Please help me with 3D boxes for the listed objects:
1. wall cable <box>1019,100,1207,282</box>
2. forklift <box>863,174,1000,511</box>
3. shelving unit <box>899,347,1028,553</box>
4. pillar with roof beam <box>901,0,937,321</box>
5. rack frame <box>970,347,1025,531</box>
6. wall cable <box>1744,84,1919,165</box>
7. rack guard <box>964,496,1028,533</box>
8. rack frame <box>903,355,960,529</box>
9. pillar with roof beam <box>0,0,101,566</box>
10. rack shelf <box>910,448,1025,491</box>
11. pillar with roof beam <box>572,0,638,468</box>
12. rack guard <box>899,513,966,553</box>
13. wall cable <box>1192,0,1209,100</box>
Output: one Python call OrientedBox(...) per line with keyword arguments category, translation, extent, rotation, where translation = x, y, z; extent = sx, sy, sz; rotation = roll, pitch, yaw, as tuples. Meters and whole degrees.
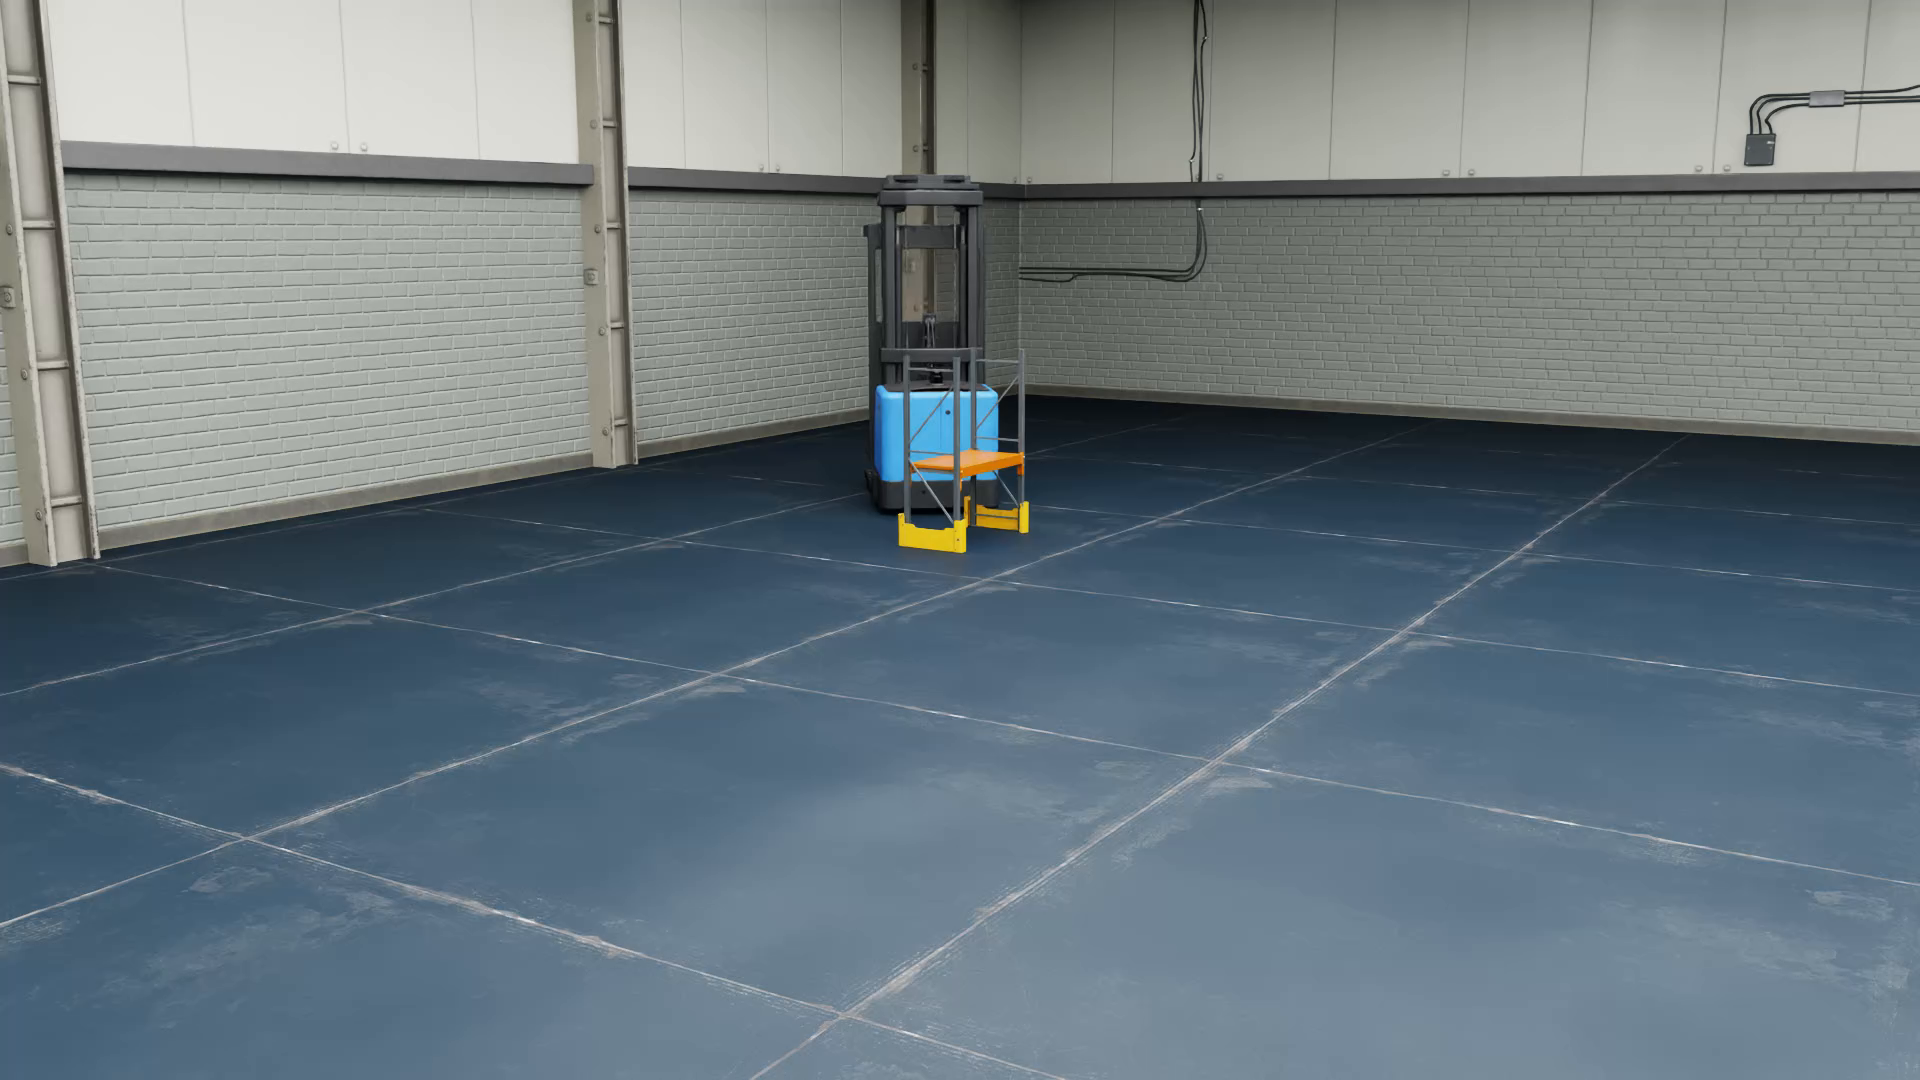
OrientedBox(category="wall cable", translation=(2.120, -4.971, 23.906), extent=(3.097, 2.526, 0.112), rotation=(6, 12, 31))
OrientedBox(category="forklift", translation=(-0.334, -1.925, 15.688), extent=(1.130, 2.935, 3.031), rotation=(-1, 11, -6))
OrientedBox(category="shelving unit", translation=(0.040, -0.749, 13.295), extent=(0.587, 1.500, 1.083), rotation=(6, 12, 31))
OrientedBox(category="pillar with roof beam", translation=(3.139, -5.749, 19.623), extent=(9.100, 9.000, 0.400), rotation=(6, 12, 31))
OrientedBox(category="rack frame", translation=(0.308, -0.831, 13.729), extent=(0.500, 1.500, 0.032), rotation=(6, 12, 31))
OrientedBox(category="wall cable", translation=(10.225, -7.260, 18.449), extent=(2.305, 6.003, 0.169), rotation=(6, 12, 31))
OrientedBox(category="rack guard", translation=(0.298, -0.213, 13.828), extent=(0.587, 0.250, 0.087), rotation=(6, 12, 31))
OrientedBox(category="rack frame", translation=(-0.220, -0.671, 12.875), extent=(0.500, 1.500, 0.032), rotation=(6, 12, 31))
OrientedBox(category="pillar with roof beam", translation=(-3.091, -3.862, 9.543), extent=(9.100, 9.000, 0.400), rotation=(6, 12, 31))
OrientedBox(category="rack shelf", translation=(0.044, -0.574, 13.335), extent=(0.538, 0.185, 1.000), rotation=(6, 12, 31))
OrientedBox(category="pillar with roof beam", translation=(0.024, -4.806, 14.583), extent=(9.100, 9.000, 0.400), rotation=(6, 12, 31))
OrientedBox(category="rack guard", translation=(-0.219, -0.057, 12.991), extent=(0.587, 0.250, 0.087), rotation=(6, 12, 31))
OrientedBox(category="wall cable", translation=(4.432, -7.195, 22.061), extent=(3.097, 2.526, 0.112), rotation=(6, 12, 31))
